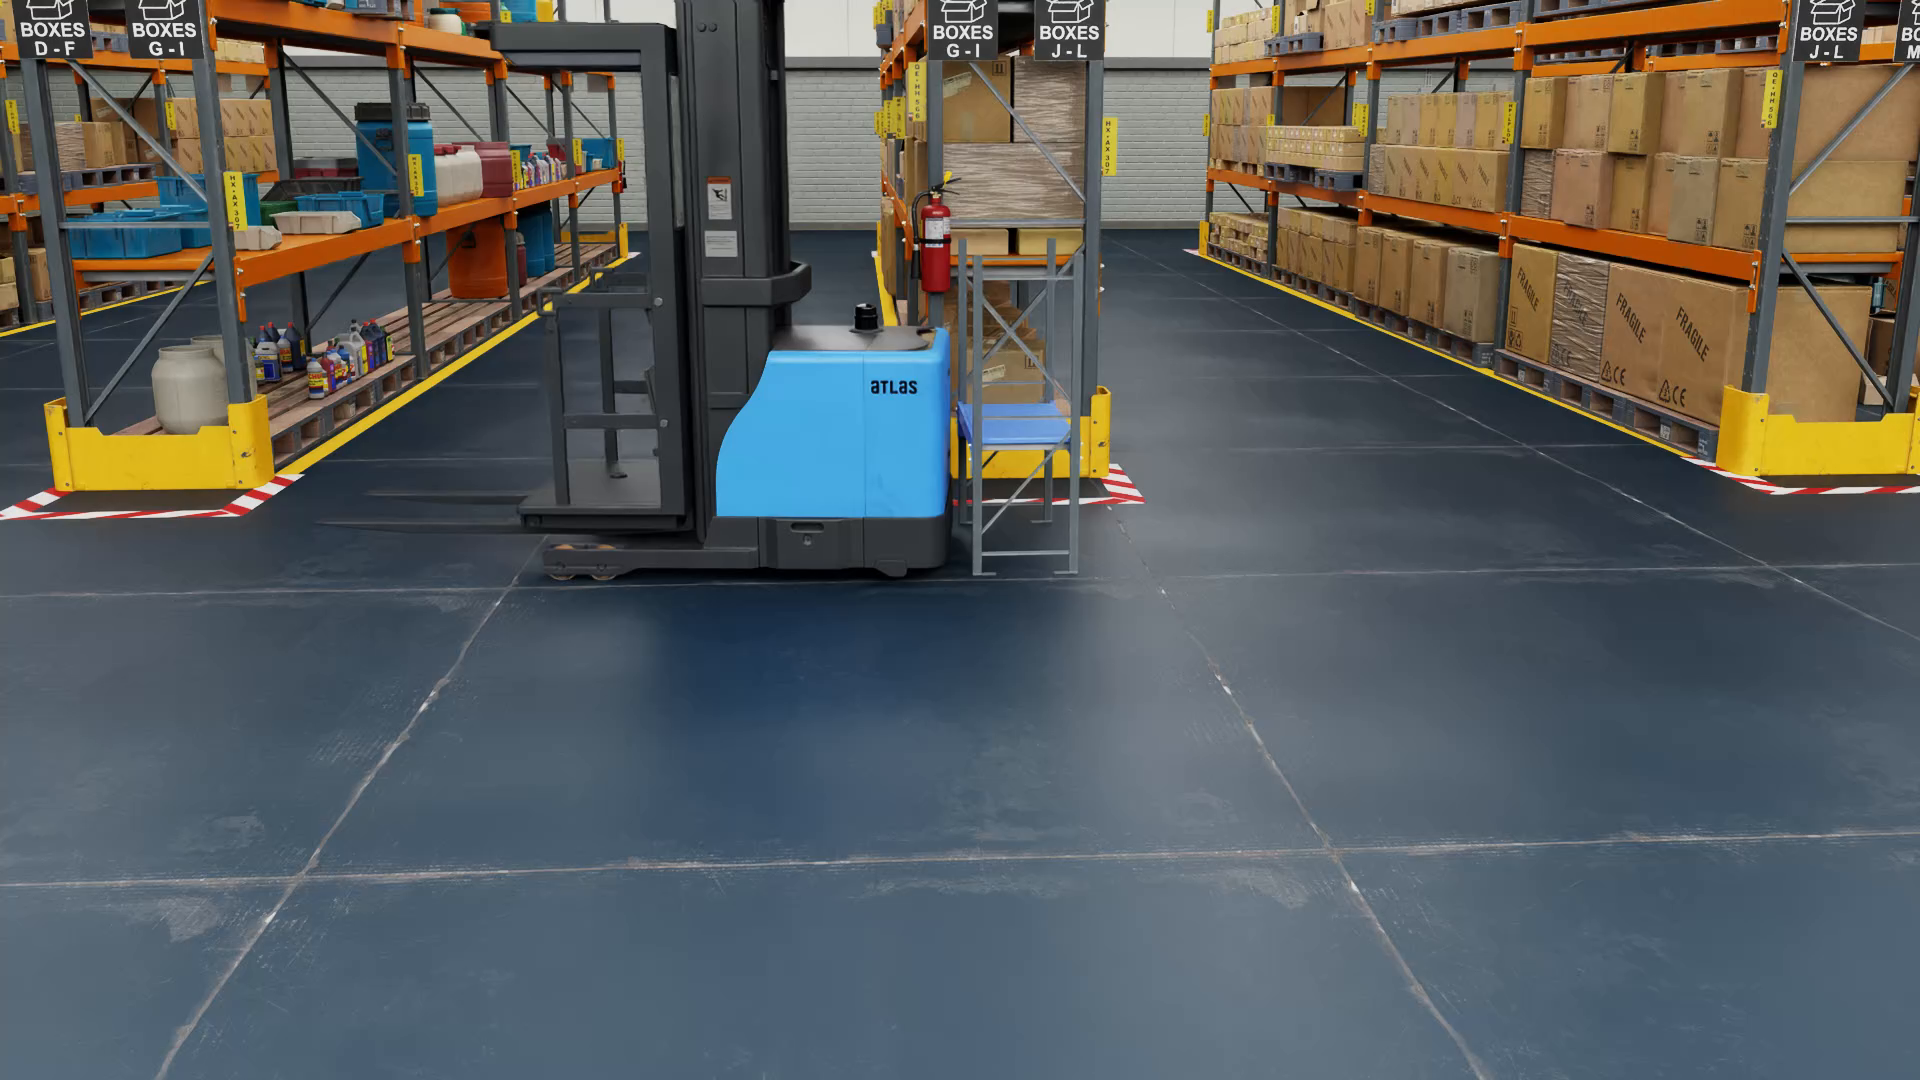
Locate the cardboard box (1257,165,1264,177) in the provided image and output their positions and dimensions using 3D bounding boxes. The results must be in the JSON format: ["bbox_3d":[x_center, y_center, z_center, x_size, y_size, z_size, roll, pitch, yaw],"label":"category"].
[{"bbox_3d":[4.150,-4.887,22.006,0.380,0.149,0.250,-1,14,-5],"label":"cardboard box"}]

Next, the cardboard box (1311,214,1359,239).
[{"bbox_3d":[4.412,-3.658,19.394,0.500,0.250,0.500,-1,14,-2],"label":"cardboard box"}]

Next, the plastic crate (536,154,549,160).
[{"bbox_3d":[-5.835,-5.225,23.031,0.416,0.233,0.300,-1,14,-3],"label":"plastic crate"}]

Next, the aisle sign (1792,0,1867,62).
[{"bbox_3d":[4.975,-3.132,9.460,0.394,0.787,0.004,-1,14,-3],"label":"aisle sign"}]

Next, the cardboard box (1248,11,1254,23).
[{"bbox_3d":[4.128,-7.089,22.538,0.380,0.149,0.250,-1,14,-4],"label":"cardboard box"}]

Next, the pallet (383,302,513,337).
[{"bbox_3d":[-5.117,-2.213,16.703,1.003,0.211,1.213,-1,14,-3],"label":"pallet"}]

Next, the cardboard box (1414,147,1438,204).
[{"bbox_3d":[4.626,-3.441,15.681,0.500,0.500,0.500,-1,14,-4],"label":"cardboard box"}]

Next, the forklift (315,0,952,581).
[{"bbox_3d":[-1.566,-1.358,7.923,3.031,2.935,1.130,0,14,2],"label":"forklift"}]

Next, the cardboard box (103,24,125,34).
[{"bbox_3d":[-10.360,-6.302,19.737,0.600,0.600,0.600,-2,15,-9],"label":"cardboard box"}]

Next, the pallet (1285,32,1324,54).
[{"bbox_3d":[4.525,-5.828,19.514,1.213,0.211,1.003,-1,14,-3],"label":"pallet"}]

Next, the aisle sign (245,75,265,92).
[{"bbox_3d":[-10.264,-6.951,24.306,0.394,0.787,0.004,-1,14,-3],"label":"aisle sign"}]

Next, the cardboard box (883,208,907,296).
[{"bbox_3d":[-0.205,-3.179,18.284,1.225,0.875,0.875,-2,15,-6],"label":"cardboard box"}]

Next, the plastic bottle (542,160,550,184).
[{"bbox_3d":[-4.973,-4.382,19.786,0.152,0.276,0.135,-1,14,-3],"label":"plastic bottle"}]

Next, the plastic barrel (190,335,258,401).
[{"bbox_3d":[-4.779,-1.053,10.747,0.421,0.512,0.421,0,14,0],"label":"plastic barrel"}]

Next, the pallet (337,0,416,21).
[{"bbox_3d":[-4.736,-3.945,12.198,1.213,0.211,1.003,-1,14,-3],"label":"pallet"}]

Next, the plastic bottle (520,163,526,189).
[{"bbox_3d":[-4.836,-4.019,18.361,0.061,0.283,0.133,-1,14,-3],"label":"plastic bottle"}]

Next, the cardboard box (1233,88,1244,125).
[{"bbox_3d":[4.124,-6.053,23.229,0.500,0.500,0.500,-1,14,-5],"label":"cardboard box"}]

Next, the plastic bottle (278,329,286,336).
[{"bbox_3d":[-5.249,-1.490,12.880,0.152,0.276,0.135,0,14,-1],"label":"plastic bottle"}]

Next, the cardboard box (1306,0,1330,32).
[{"bbox_3d":[4.491,-6.199,19.530,0.797,0.503,0.637,-1,14,-4],"label":"cardboard box"}]

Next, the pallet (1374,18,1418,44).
[{"bbox_3d":[4.867,-5.086,16.634,1.213,0.211,1.003,0,14,-1],"label":"pallet"}]

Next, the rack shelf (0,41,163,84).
[{"bbox_3d":[-10.194,-5.283,18.462,1.077,0.370,4.000,-1,14,-3],"label":"rack shelf"}]

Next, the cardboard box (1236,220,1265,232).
[{"bbox_3d":[4.090,-4.398,23.283,0.380,0.149,0.250,-1,14,-5],"label":"cardboard box"}]

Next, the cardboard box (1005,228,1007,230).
[{"bbox_3d":[0.492,-2.045,10.960,0.380,0.149,0.250,-1,14,-3],"label":"cardboard box"}]

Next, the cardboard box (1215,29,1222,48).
[{"bbox_3d":[4.047,-7.380,24.469,0.500,0.250,0.500,-1,14,-3],"label":"cardboard box"}]

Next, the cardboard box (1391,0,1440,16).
[{"bbox_3d":[4.599,-5.362,16.463,0.500,0.311,0.500,-1,14,-3],"label":"cardboard box"}]

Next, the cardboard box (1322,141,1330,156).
[{"bbox_3d":[4.252,-4.358,18.508,0.380,0.149,0.250,-1,14,-2],"label":"cardboard box"}]

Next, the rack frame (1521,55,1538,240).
[{"bbox_3d":[9.213,-5.976,25.731,1.000,3.000,0.127,-1,14,-3],"label":"rack frame"}]

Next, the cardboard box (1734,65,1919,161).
[{"bbox_3d":[5.285,-2.583,10.079,0.875,0.550,0.550,-1,14,-3],"label":"cardboard box"}]

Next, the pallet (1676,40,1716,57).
[{"bbox_3d":[9.566,-6.113,20.632,0.805,0.209,1.217,-1,15,-6],"label":"pallet"}]

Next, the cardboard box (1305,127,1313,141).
[{"bbox_3d":[4.208,-4.691,19.205,0.380,0.149,0.250,0,14,-1],"label":"cardboard box"}]

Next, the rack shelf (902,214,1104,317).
[{"bbox_3d":[0.189,-1.992,11.694,1.077,0.370,4.000,-1,14,-3],"label":"rack shelf"}]

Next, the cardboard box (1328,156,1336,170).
[{"bbox_3d":[4.271,-4.143,18.272,0.380,0.149,0.250,-1,14,-4],"label":"cardboard box"}]

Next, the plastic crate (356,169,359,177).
[{"bbox_3d":[-5.257,-3.023,14.290,0.392,0.384,0.575,-1,14,-3],"label":"plastic crate"}]

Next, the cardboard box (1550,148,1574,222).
[{"bbox_3d":[5.113,-2.734,12.832,0.875,0.550,0.550,-1,14,-3],"label":"cardboard box"}]

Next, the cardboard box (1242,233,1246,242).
[{"bbox_3d":[4.177,-4.247,23.294,0.380,0.149,0.250,-2,15,-6],"label":"cardboard box"}]

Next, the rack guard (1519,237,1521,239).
[{"bbox_3d":[9.211,-4.771,26.066,1.175,0.500,0.348,-1,14,-3],"label":"rack guard"}]

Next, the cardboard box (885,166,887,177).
[{"bbox_3d":[-0.776,-4.777,21.576,0.380,0.149,0.250,-1,14,-3],"label":"cardboard box"}]

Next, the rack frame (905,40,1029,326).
[{"bbox_3d":[0.065,-2.838,13.537,1.000,3.000,0.127,-1,14,-3],"label":"rack frame"}]

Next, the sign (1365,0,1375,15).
[{"bbox_3d":[4.232,-5.580,17.135,0.100,0.325,0.005,-1,14,-3],"label":"sign"}]

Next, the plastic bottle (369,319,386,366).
[{"bbox_3d":[-4.551,-1.536,12.910,0.144,0.351,0.185,-1,14,-5],"label":"plastic bottle"}]

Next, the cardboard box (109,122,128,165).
[{"bbox_3d":[-10.512,-4.806,20.143,0.700,0.500,0.500,-6,16,-22],"label":"cardboard box"}]

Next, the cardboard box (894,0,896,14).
[{"bbox_3d":[-0.383,-5.329,15.995,0.500,0.500,0.500,-1,14,-3],"label":"cardboard box"}]

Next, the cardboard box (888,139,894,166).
[{"bbox_3d":[-0.620,-4.633,20.312,0.500,0.500,0.500,-1,14,-3],"label":"cardboard box"}]

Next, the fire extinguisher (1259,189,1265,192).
[{"bbox_3d":[4.723,-5.726,25.664,0.296,0.674,0.183,-1,14,-3],"label":"fire extinguisher"}]

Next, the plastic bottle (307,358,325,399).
[{"bbox_3d":[-4.432,-1.114,11.430,0.097,0.271,0.097,0,14,0],"label":"plastic bottle"}]

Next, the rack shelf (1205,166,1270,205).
[{"bbox_3d":[4.402,-5.028,23.493,1.077,0.370,4.000,-1,14,-3],"label":"rack shelf"}]

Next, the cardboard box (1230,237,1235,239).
[{"bbox_3d":[4.129,-4.309,24.131,0.380,0.149,0.250,-1,14,-3],"label":"cardboard box"}]

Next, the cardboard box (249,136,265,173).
[{"bbox_3d":[-10.231,-5.483,23.615,0.500,0.500,0.500,-1,14,-3],"label":"cardboard box"}]

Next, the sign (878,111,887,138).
[{"bbox_3d":[-0.984,-5.276,21.118,0.100,0.325,0.005,-1,14,-3],"label":"sign"}]

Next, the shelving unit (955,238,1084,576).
[{"bbox_3d":[0.275,-0.691,8.200,0.538,1.500,1.048,-1,14,-4],"label":"shelving unit"}]
